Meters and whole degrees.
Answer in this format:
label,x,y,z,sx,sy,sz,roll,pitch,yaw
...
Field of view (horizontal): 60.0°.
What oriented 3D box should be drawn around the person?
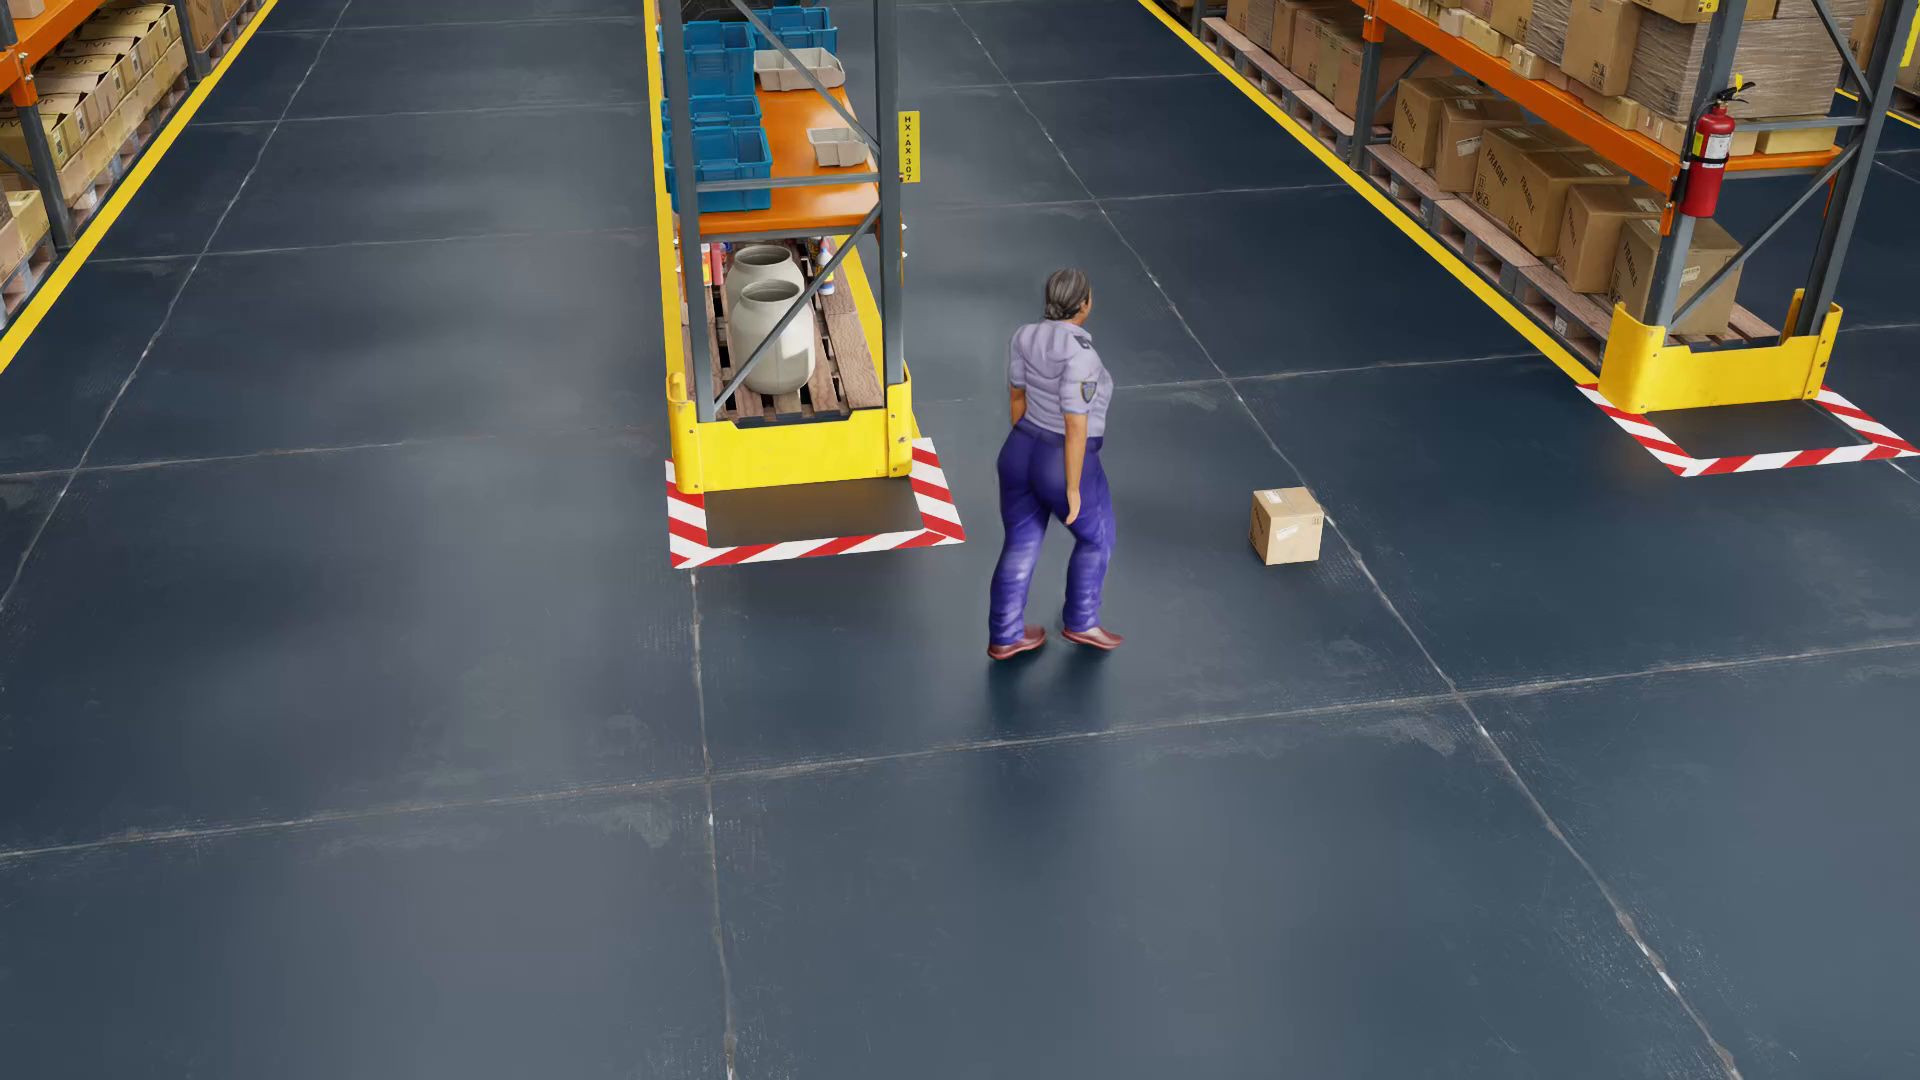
label,x,y,z,sx,sy,sz,roll,pitch,yaw
person,0.341,-0.251,6.619,0.566,1.674,0.505,-27,40,-37
